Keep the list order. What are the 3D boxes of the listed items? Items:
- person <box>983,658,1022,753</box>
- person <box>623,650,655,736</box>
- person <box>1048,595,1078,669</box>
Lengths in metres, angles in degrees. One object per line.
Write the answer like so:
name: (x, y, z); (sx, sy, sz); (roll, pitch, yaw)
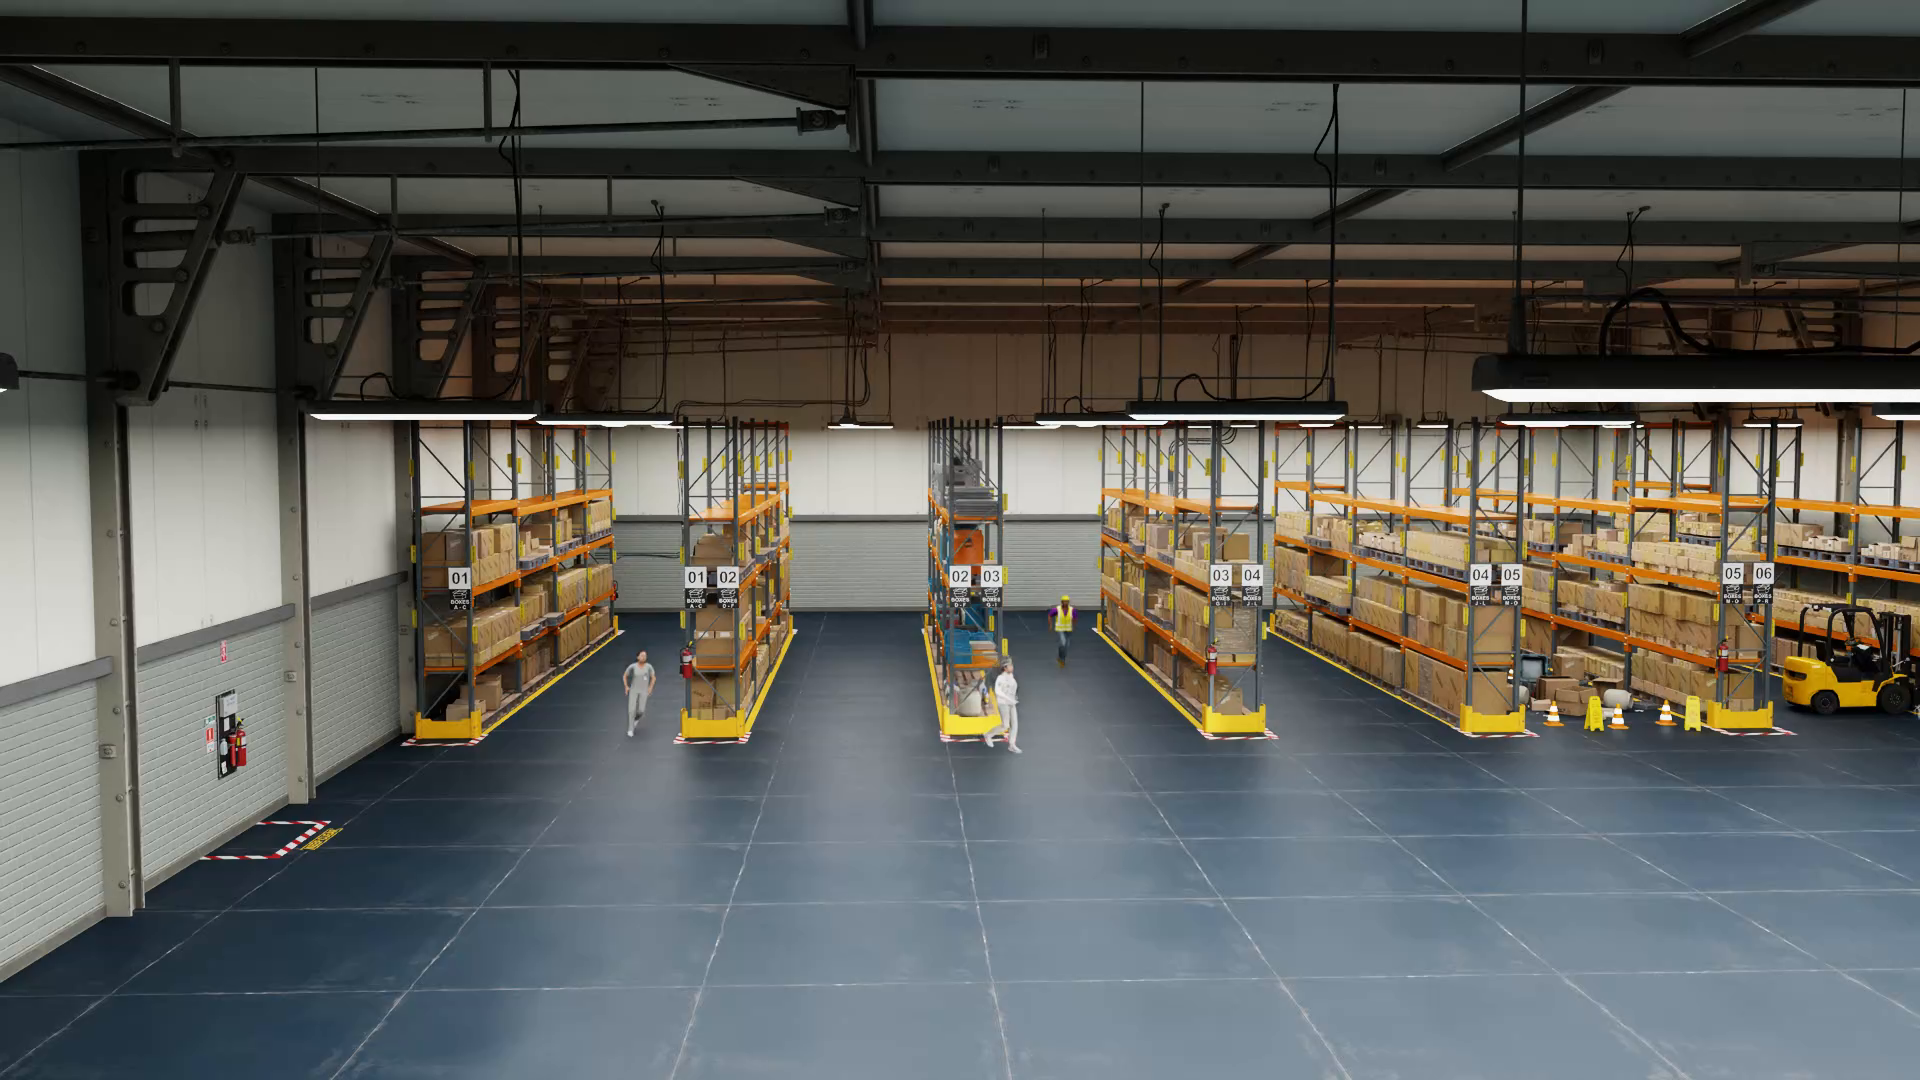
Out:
person: (0.797, 2.947, 29.796); (0.737, 1.697, 0.643); (2, 4, 31)
person: (-6.066, 2.880, 31.452); (0.609, 1.627, 0.554); (-1, 4, -13)
person: (2.518, 2.225, 40.193); (0.669, 1.786, 0.809); (-1, 4, -16)
